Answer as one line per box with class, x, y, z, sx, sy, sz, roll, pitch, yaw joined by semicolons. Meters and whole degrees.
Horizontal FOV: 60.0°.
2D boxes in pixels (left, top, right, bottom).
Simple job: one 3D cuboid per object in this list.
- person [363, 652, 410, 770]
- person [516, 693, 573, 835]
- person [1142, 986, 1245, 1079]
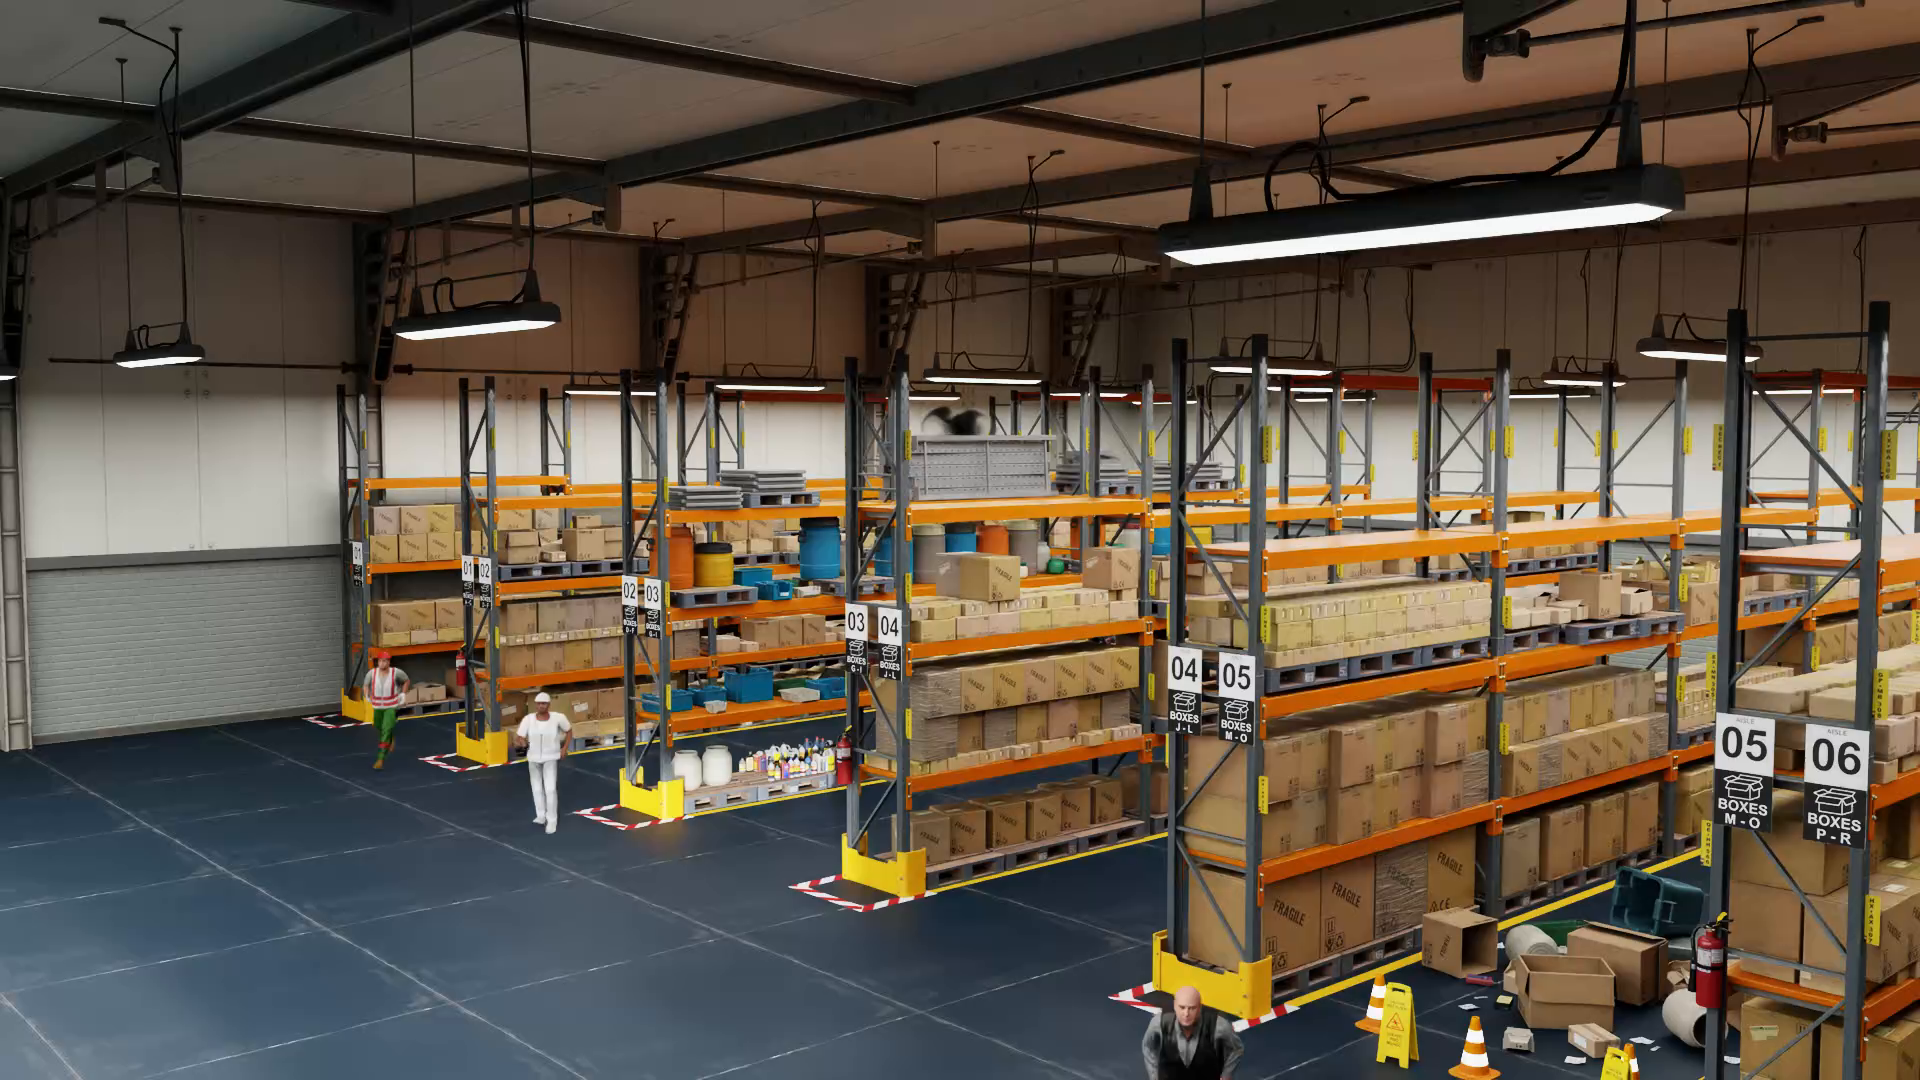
person;-8.866;2.582;25.663;0.667;1.751;1.147;0;4;-4
person;-5.401;2.861;21.492;0.679;1.786;0.695;0;4;0
person;1.521;3.647;10.874;0.664;1.673;0.854;1;4;10
